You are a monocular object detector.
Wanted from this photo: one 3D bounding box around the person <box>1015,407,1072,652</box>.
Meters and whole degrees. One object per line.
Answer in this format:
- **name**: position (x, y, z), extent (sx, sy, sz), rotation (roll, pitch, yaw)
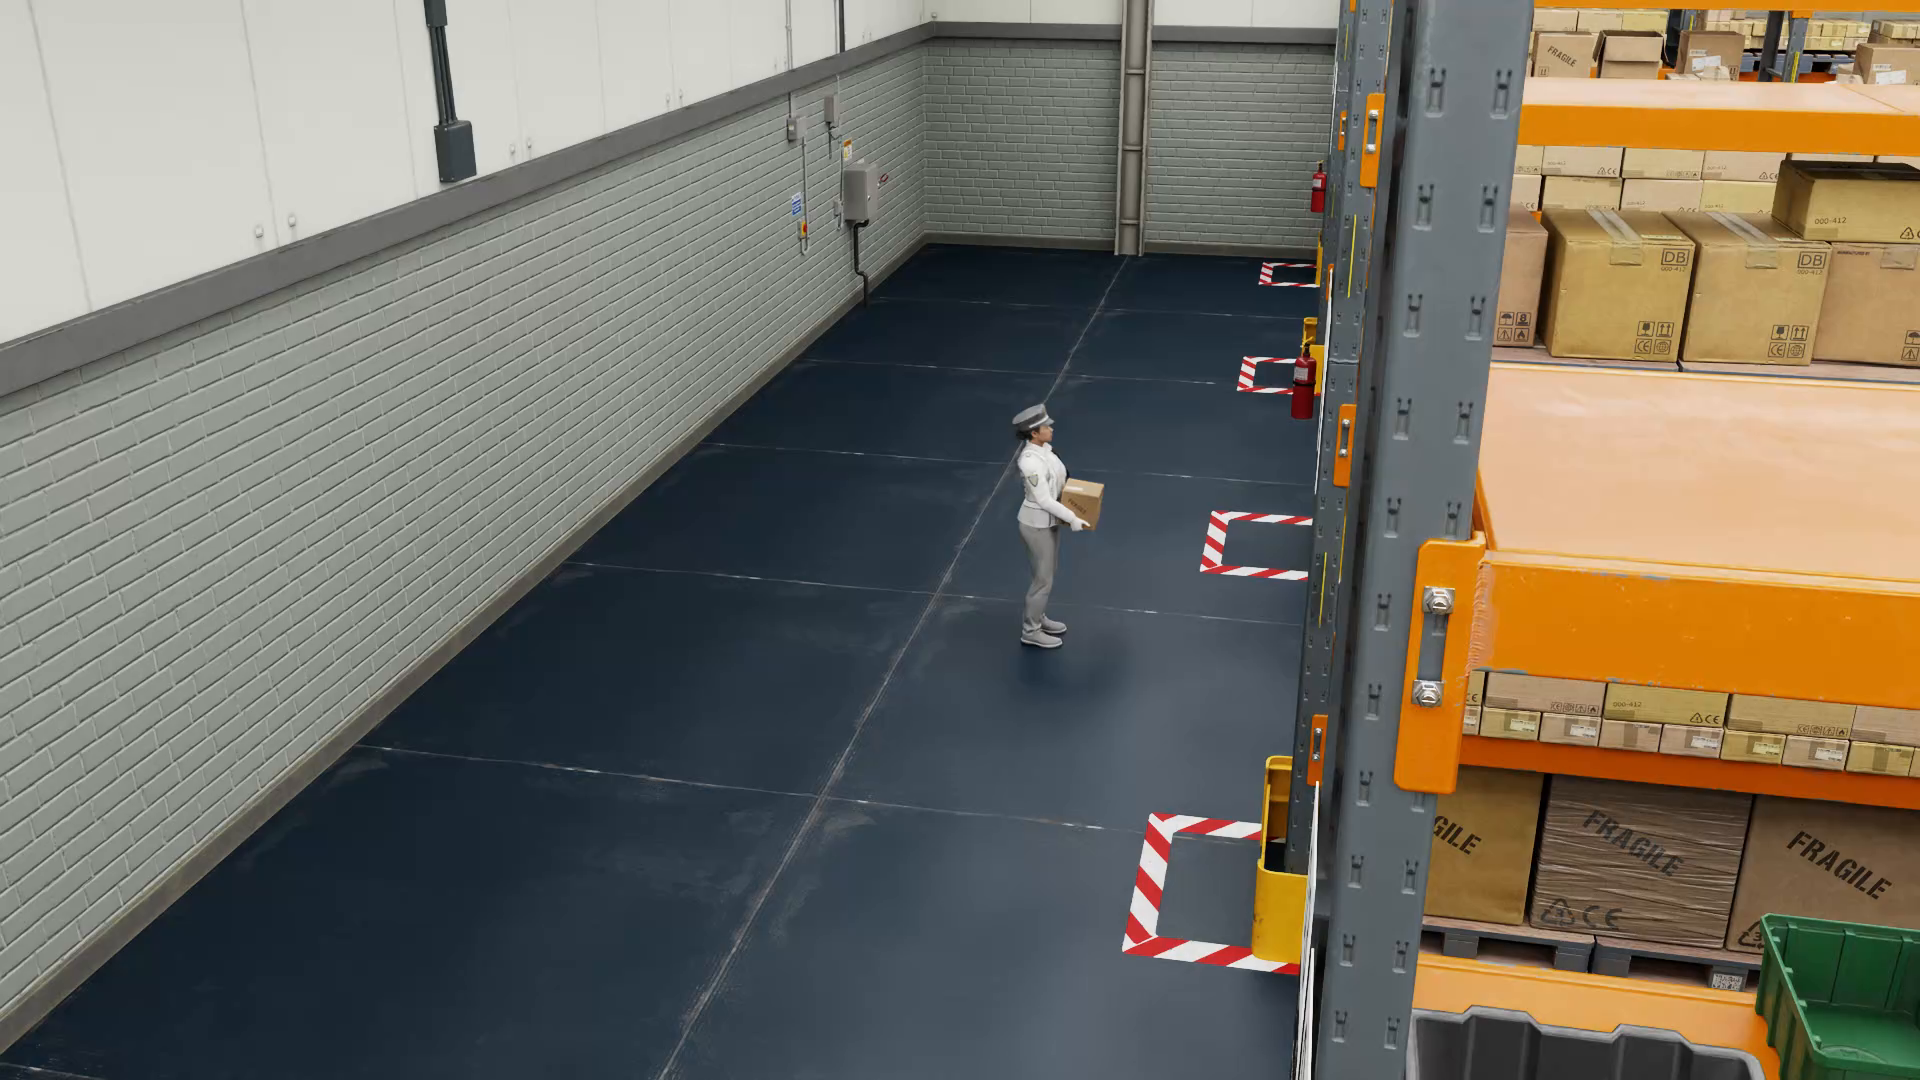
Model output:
- **person**: position (0.563, -0.102, 11.339), extent (0.367, 1.663, 0.517), rotation (4, 22, 9)
